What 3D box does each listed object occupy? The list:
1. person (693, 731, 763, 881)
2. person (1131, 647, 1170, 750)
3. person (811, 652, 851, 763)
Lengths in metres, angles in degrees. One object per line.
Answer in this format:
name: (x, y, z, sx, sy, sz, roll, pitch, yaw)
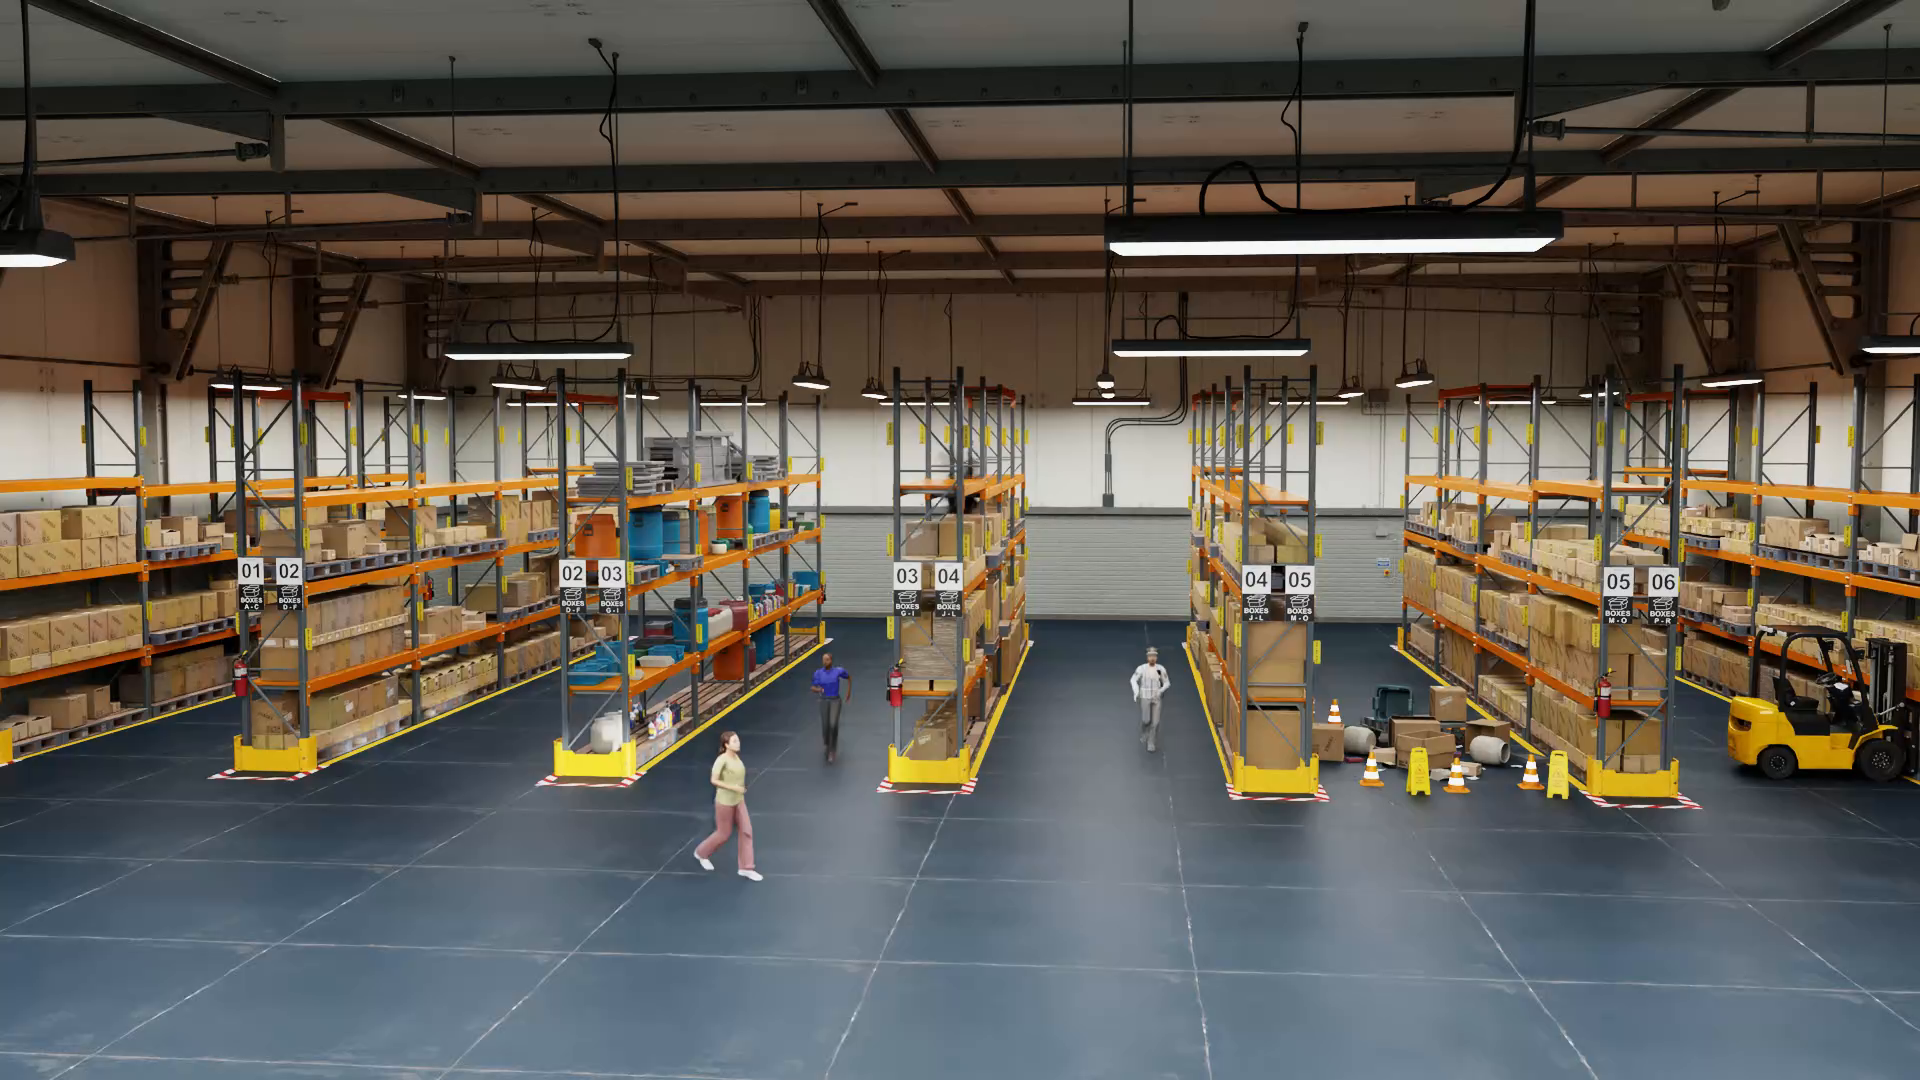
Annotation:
person: (-2.640, 2.995, 18.861, 0.899, 1.676, 0.576, 2, 4, 28)
person: (3.044, 2.531, 26.474, 0.615, 1.658, 0.541, 0, 4, 1)
person: (-2.002, 2.580, 25.817, 0.584, 1.697, 0.879, 0, 4, 7)
